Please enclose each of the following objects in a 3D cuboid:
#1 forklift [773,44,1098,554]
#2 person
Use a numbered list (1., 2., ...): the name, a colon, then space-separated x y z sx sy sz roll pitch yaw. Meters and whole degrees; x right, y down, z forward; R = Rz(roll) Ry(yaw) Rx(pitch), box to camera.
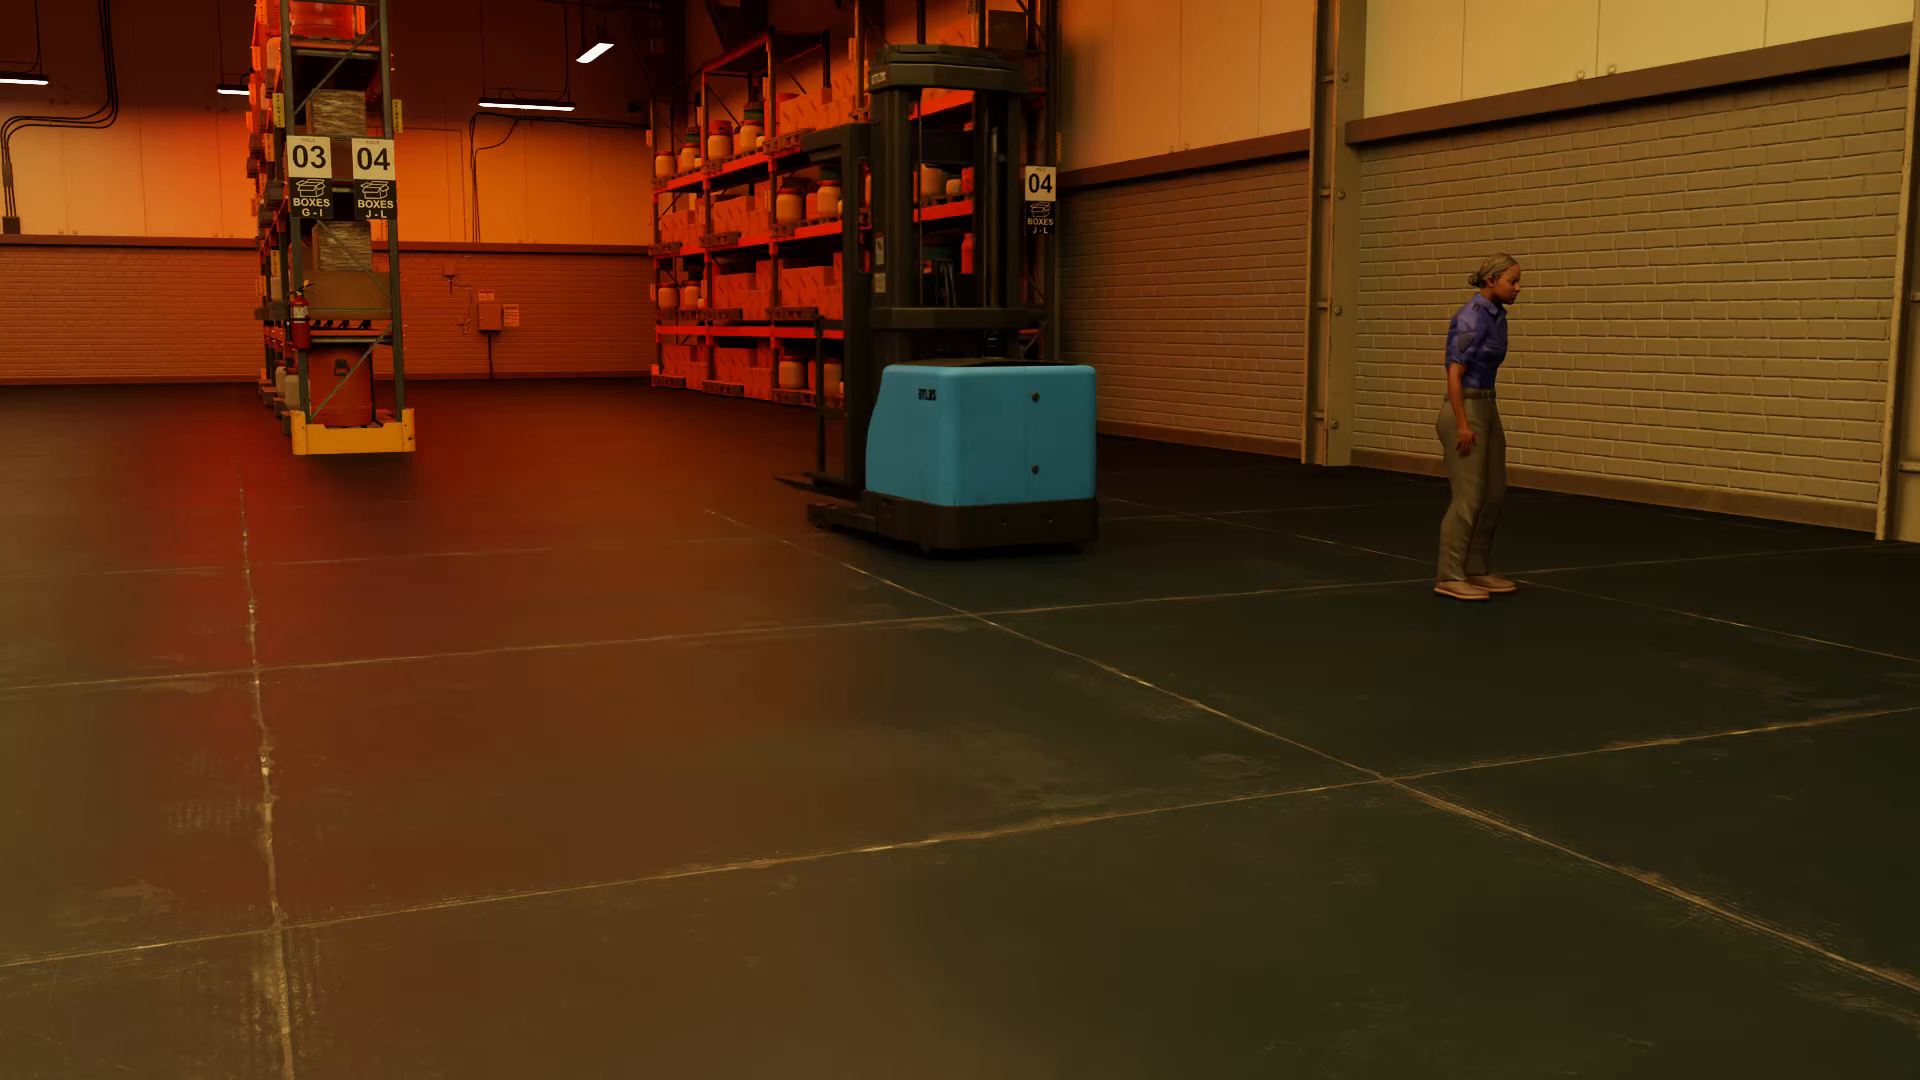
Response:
1. forklift: -0.333 -1.531 10.551 1.130 2.935 3.031 -4 8 -28
2. person: 2.511 -0.557 8.066 0.348 1.654 0.509 6 9 38
